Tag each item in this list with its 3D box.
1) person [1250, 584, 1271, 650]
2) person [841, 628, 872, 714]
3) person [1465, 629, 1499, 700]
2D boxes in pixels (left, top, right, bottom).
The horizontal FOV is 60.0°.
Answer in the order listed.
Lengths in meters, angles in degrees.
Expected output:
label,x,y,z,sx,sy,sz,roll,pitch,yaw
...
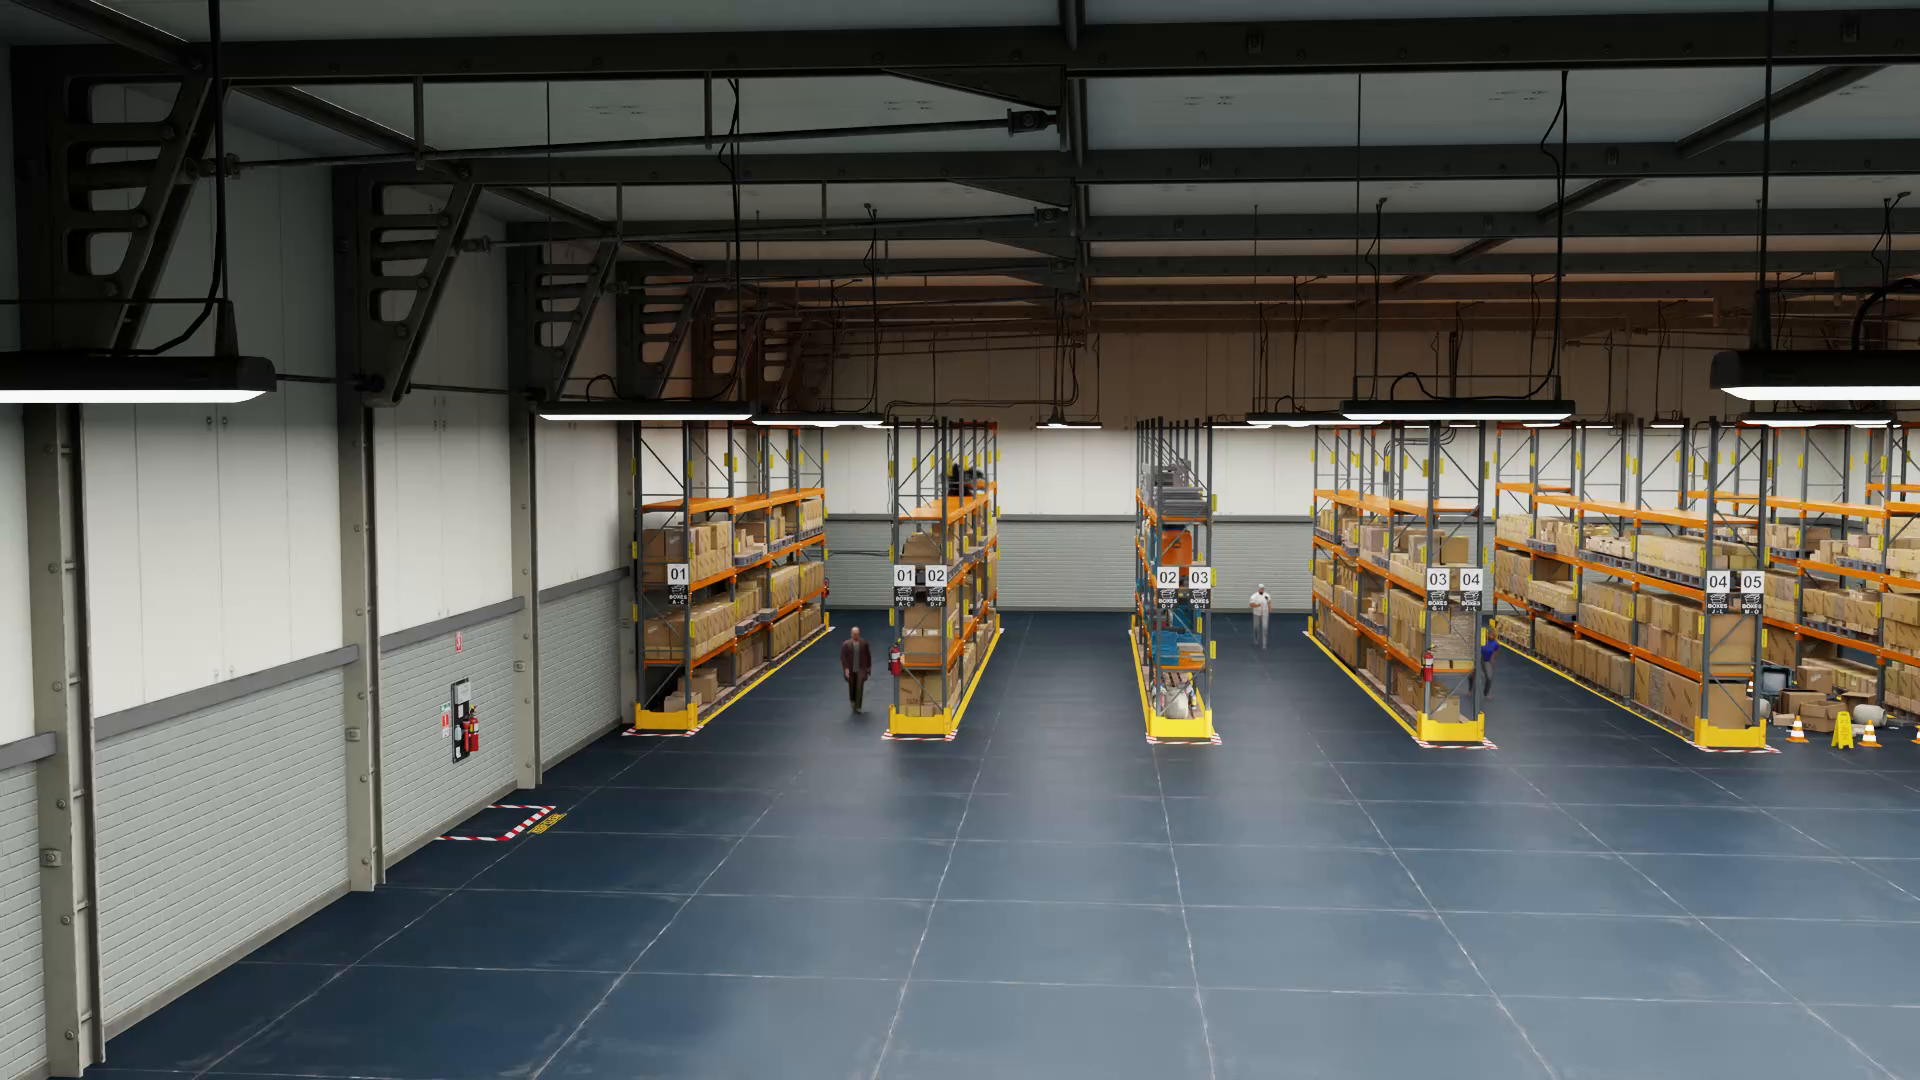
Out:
label,x,y,z,sx,sy,sz,roll,pitch,yaw
person,7.959,2.010,44.033,0.597,1.712,0.852,0,4,3
person,-2.112,2.635,33.856,0.624,1.730,1.088,0,4,1
person,11.244,2.651,35.750,0.672,1.553,0.772,1,4,10
